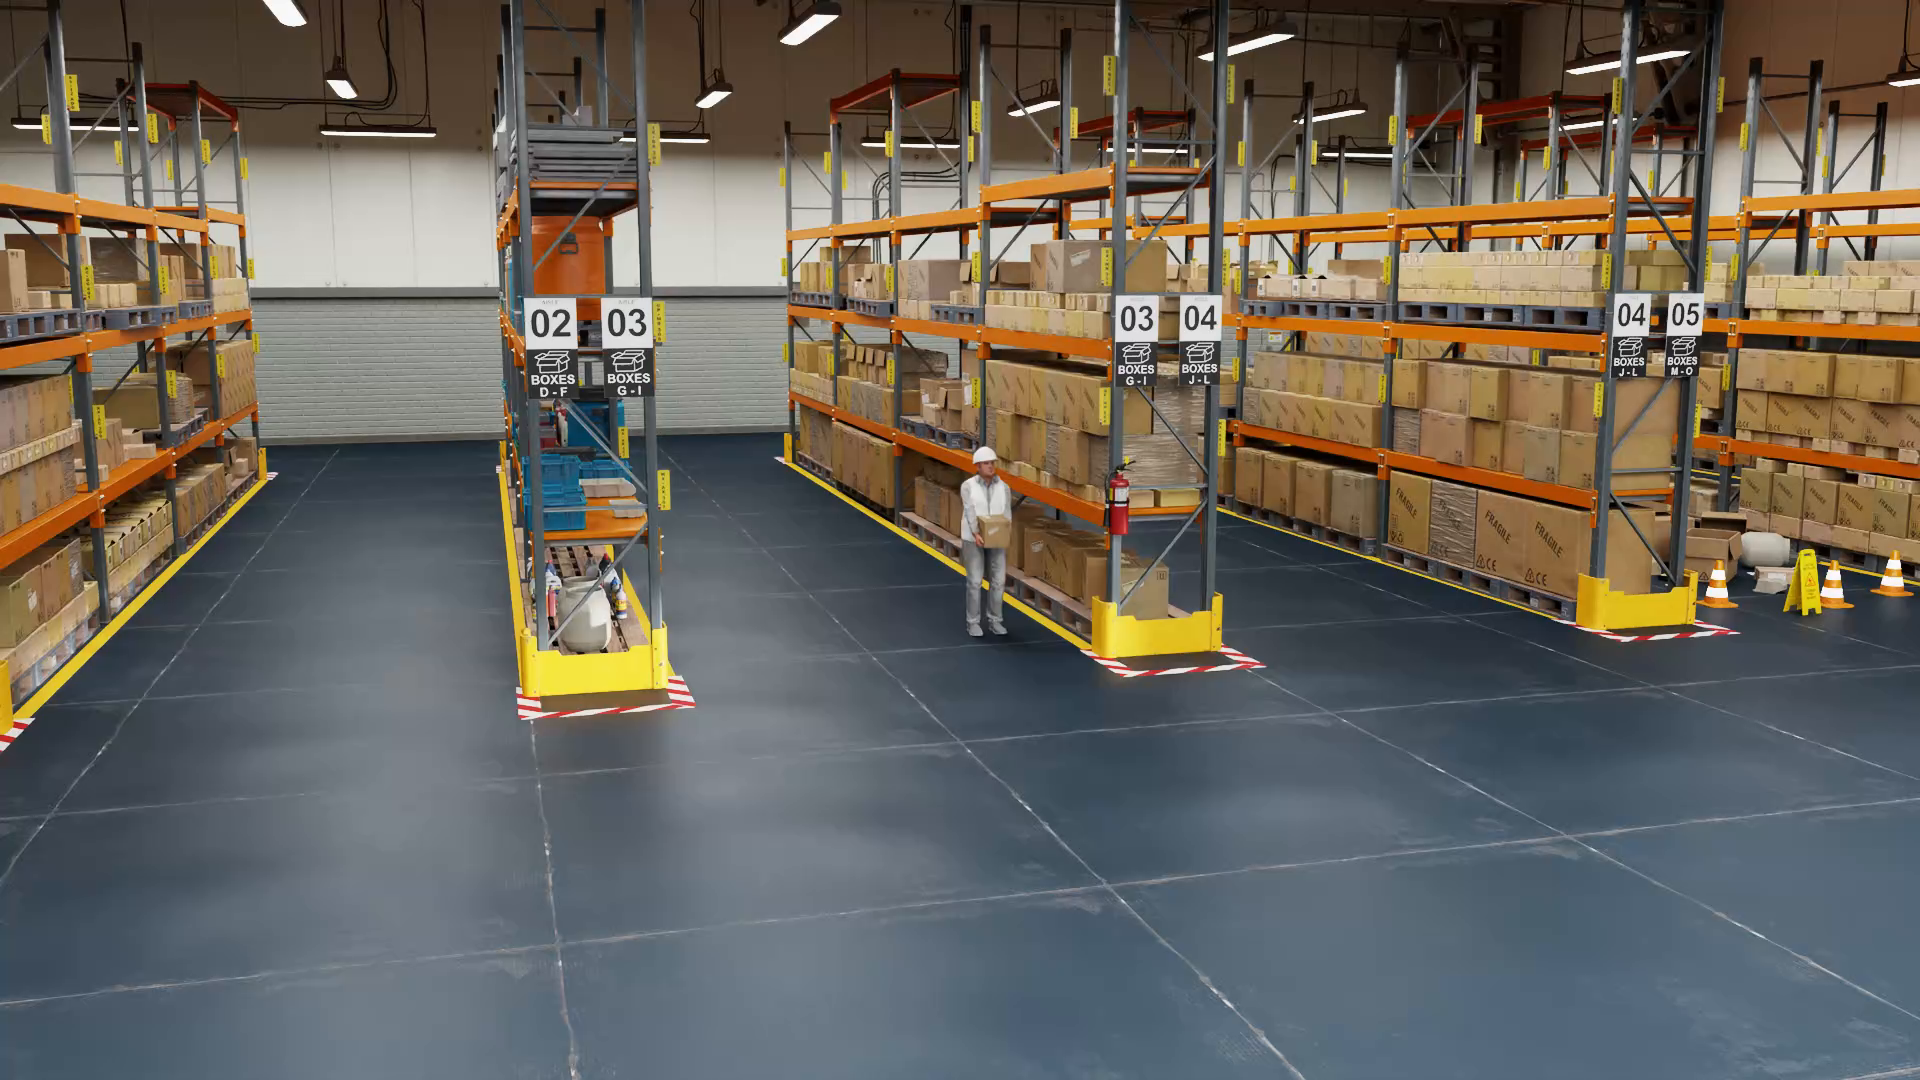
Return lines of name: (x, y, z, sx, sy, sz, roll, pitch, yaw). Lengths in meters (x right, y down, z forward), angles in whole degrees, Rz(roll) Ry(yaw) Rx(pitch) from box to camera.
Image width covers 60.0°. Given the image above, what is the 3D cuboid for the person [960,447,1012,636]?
person: (0.274, 0.018, 15.698, 0.495, 1.768, 0.554, -3, 10, -17)
